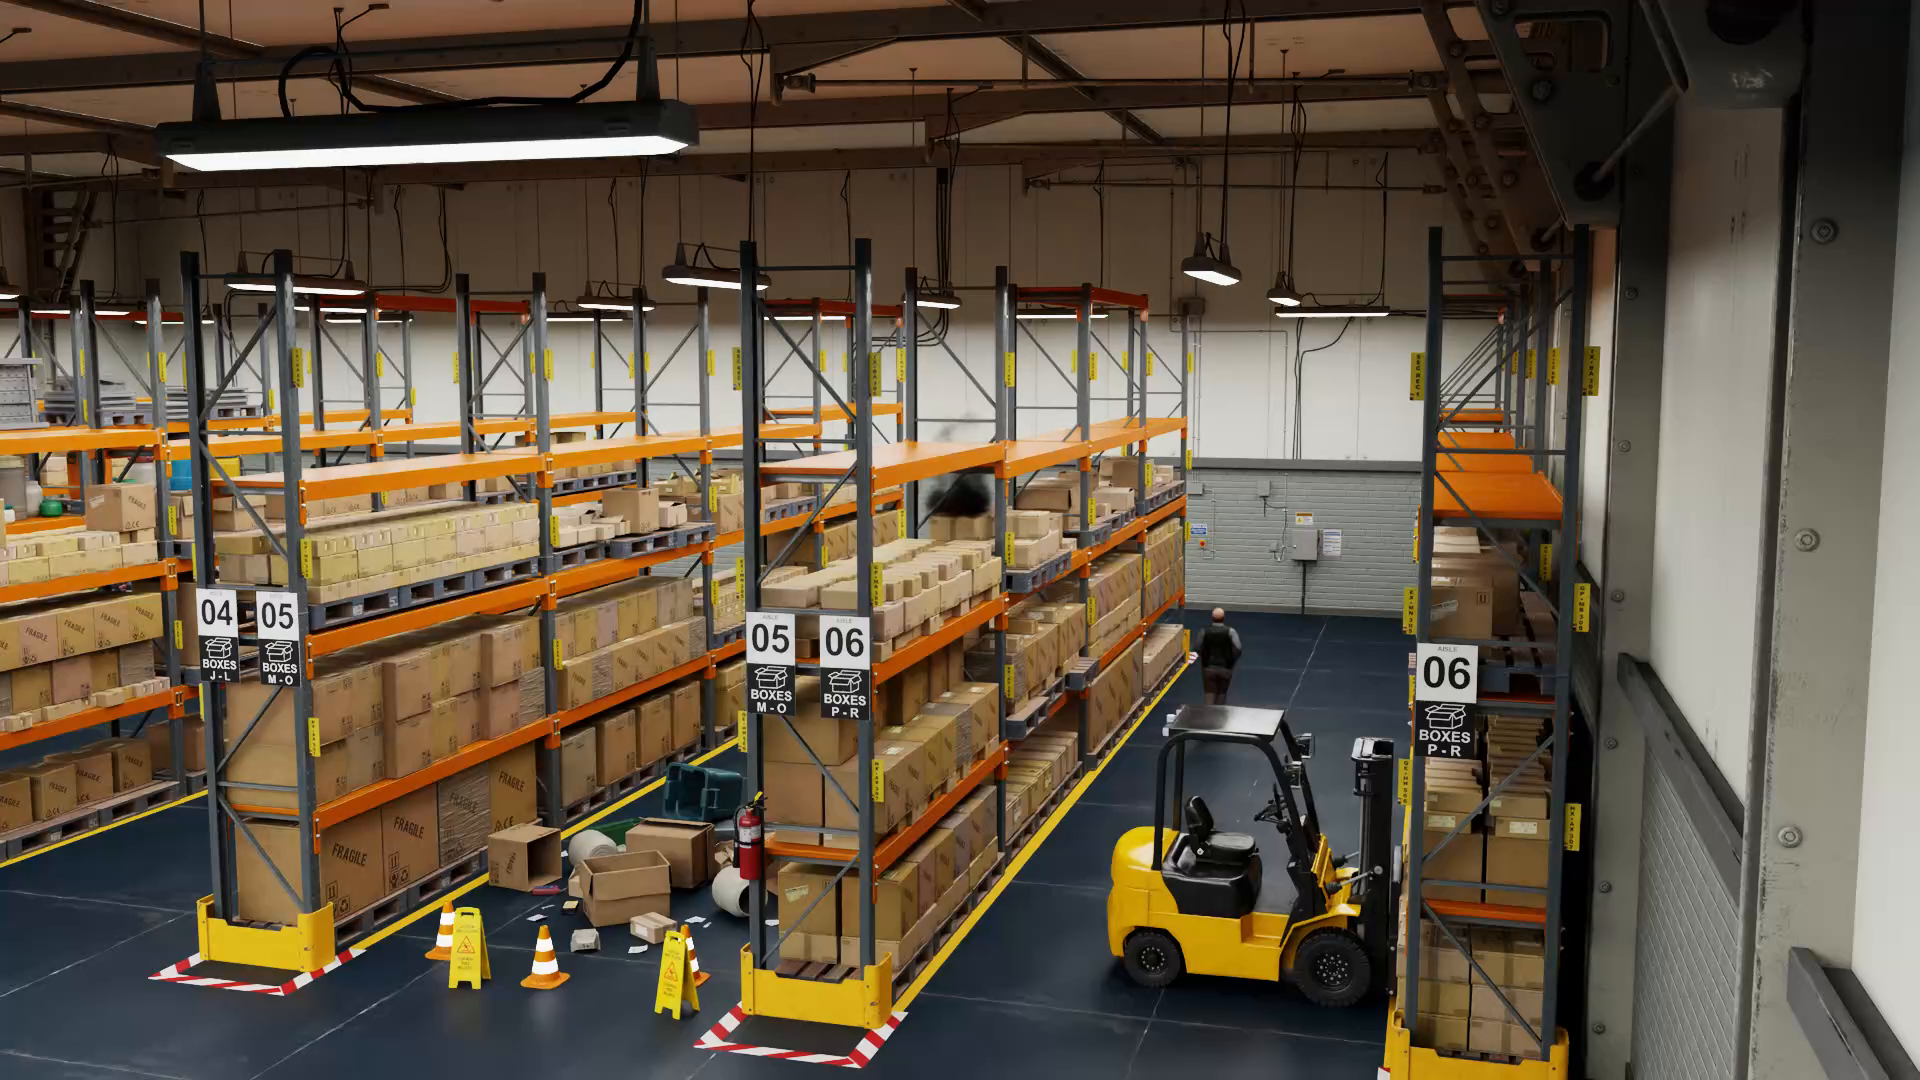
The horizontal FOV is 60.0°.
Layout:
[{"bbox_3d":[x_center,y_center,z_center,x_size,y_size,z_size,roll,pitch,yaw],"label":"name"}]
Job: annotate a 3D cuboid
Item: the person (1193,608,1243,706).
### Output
[{"bbox_3d":[3.535,1.779,22.809,0.670,1.704,0.687,1,7,12],"label":"person"}]
